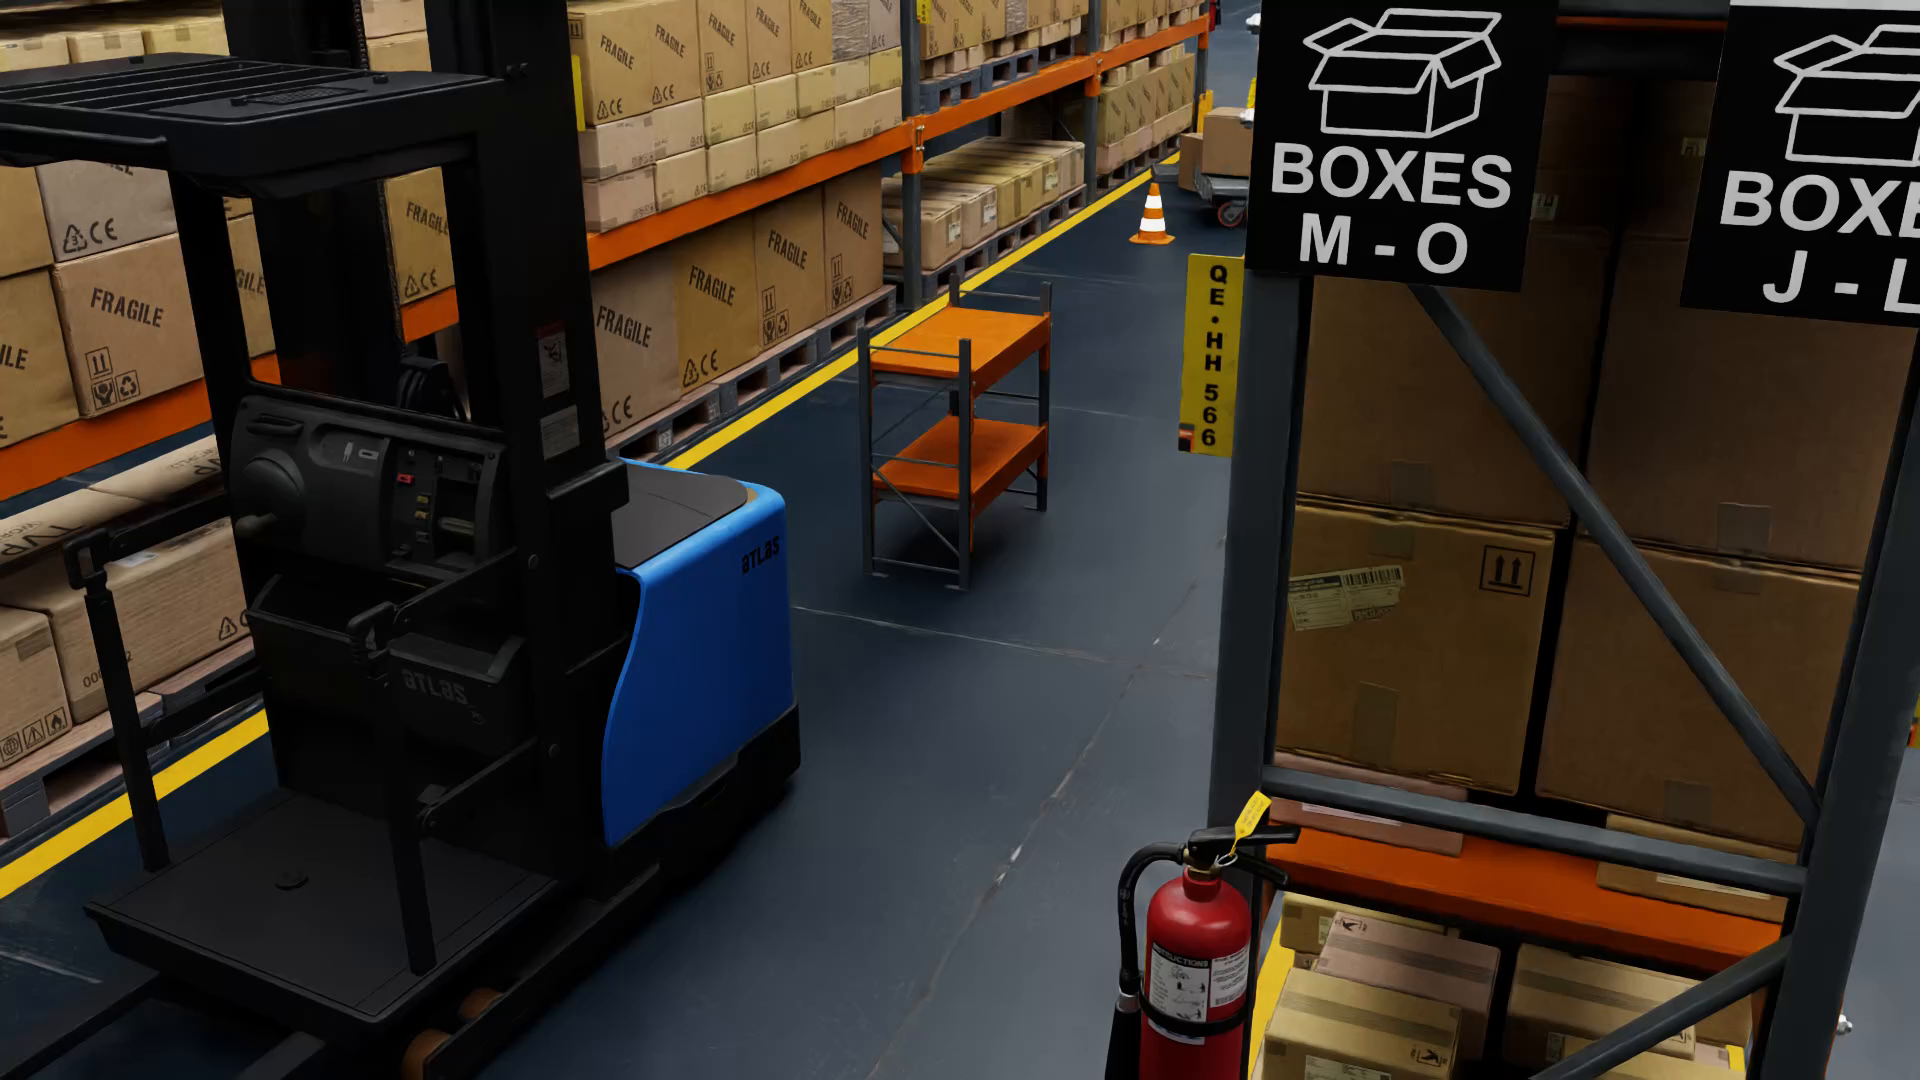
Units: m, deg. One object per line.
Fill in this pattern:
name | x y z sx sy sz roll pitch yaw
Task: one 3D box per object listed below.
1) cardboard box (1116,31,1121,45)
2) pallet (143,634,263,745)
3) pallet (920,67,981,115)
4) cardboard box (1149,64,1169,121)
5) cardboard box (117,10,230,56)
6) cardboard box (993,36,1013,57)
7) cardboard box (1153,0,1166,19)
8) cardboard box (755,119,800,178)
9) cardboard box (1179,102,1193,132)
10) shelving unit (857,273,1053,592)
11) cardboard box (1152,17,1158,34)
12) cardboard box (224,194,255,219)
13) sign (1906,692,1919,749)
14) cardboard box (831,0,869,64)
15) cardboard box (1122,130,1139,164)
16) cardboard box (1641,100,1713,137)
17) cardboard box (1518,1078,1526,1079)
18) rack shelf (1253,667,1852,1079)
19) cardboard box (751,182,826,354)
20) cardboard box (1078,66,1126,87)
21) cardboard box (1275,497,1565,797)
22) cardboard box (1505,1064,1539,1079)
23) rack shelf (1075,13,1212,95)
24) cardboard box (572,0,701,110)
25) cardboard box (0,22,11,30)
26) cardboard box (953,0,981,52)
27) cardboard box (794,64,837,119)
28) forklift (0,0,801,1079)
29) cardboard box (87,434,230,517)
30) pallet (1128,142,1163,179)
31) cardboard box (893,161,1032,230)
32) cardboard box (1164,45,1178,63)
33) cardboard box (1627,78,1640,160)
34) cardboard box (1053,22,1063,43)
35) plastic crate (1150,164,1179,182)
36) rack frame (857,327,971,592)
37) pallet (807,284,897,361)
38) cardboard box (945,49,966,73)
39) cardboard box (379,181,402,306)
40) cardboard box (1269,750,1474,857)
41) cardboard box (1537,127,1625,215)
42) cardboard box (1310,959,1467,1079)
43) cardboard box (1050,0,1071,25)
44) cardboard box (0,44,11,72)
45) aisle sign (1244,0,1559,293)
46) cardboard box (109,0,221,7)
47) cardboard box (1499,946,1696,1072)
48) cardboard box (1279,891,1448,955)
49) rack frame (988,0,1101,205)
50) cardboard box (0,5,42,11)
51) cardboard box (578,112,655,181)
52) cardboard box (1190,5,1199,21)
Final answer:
cardboard box | 1.266 -4.637 15.286 0.380 0.149 0.250 9 24 20
pallet | -3.043 0.359 6.616 1.003 0.211 1.213 9 24 20
pallet | -0.585 -3.239 11.863 1.213 0.211 1.003 9 24 20
cardboard box | 1.781 -4.501 16.683 0.500 0.500 0.500 8 24 19
cardboard box | -2.666 -1.739 5.752 0.380 0.149 0.250 9 24 20
cardboard box | 0.188 -3.797 12.729 0.380 0.149 0.250 10 25 22
cardboard box | 1.690 -5.335 16.114 0.500 0.500 0.500 9 24 21
cardboard box | -1.238 -2.221 9.370 0.500 0.250 0.500 8 24 19
cardboard box | 2.161 -4.509 17.676 0.500 0.250 0.500 9 24 20
shelving unit | -0.003 -0.517 7.527 0.538 1.125 1.048 9 24 20
cardboard box | 1.701 -4.991 16.132 0.380 0.149 0.250 9 24 20
cardboard box | -2.726 -1.383 5.743 0.500 0.500 0.500 9 24 20
sign | 1.415 0.156 2.362 0.100 0.325 0.005 9 24 20
cardboard box | -0.883 -3.158 9.992 0.500 0.500 0.500 9 24 21
cardboard box | 1.393 -3.779 15.929 0.500 0.250 0.500 10 25 23
cardboard box | 1.720 -0.654 3.612 0.500 0.500 0.500 8 24 19
cardboard box | 1.344 1.311 3.487 0.380 0.149 0.250 10 25 22
rack shelf | 1.654 0.094 4.567 1.077 0.370 4.000 9 24 20
cardboard box | -1.420 -1.717 10.181 0.875 0.875 0.875 9 24 21
cardboard box | 1.307 -4.268 15.284 0.380 0.149 0.250 9 24 21
cardboard box | 0.839 0.097 3.111 0.500 0.500 0.500 9 24 21
cardboard box | 1.424 1.352 3.775 0.380 0.149 0.250 9 24 20
rack shelf | 1.478 -4.873 16.458 1.077 0.370 4.000 9 24 20
cardboard box | -1.643 -2.436 8.263 0.500 0.500 0.500 9 24 20
cardboard box | -3.352 -1.623 5.476 0.380 0.149 0.250 9 24 21
cardboard box | -0.182 -3.750 11.776 0.500 0.500 0.500 10 25 23
cardboard box | -1.053 -2.639 9.723 0.500 0.250 0.500 8 24 19
forklift | -1.675 -0.111 4.213 1.130 2.935 3.031 11 25 25
cardboard box | -2.901 -0.108 6.896 0.875 0.438 0.875 8 24 18
pallet | 1.403 -3.886 16.779 1.003 0.211 1.213 9 24 20
cardboard box | 0.022 -2.775 13.367 0.950 0.372 0.625 10 25 22
cardboard box | 1.995 -4.936 16.884 0.380 0.149 0.250 9 24 21
cardboard box | 1.825 -1.284 5.120 0.500 0.500 0.500 8 24 18
cardboard box | 0.623 -4.154 13.584 0.380 0.149 0.250 8 24 19
plastic crate | 2.080 -3.586 16.232 0.402 0.080 0.583 1 23 2
rack frame | -0.191 -0.335 7.092 0.500 1.125 0.032 9 24 20
pallet | -1.114 -1.500 11.066 1.003 0.211 1.213 9 24 20
cardboard box | -0.177 -3.413 11.810 0.380 0.149 0.250 7 24 17
cardboard box | -2.531 -1.103 6.369 0.500 0.500 0.500 8 24 19
cardboard box | 0.770 0.436 3.139 0.380 0.149 0.250 9 24 20
cardboard box | 1.038 -0.548 3.357 0.500 0.500 0.500 8 24 18
cardboard box | 0.989 1.147 3.881 0.380 0.149 0.250 8 24 19
cardboard box | 0.593 -4.491 13.548 0.500 0.500 0.500 9 24 20
cardboard box | -3.018 -1.366 4.861 0.380 0.149 0.250 8 24 18
aisle sign | 0.605 -0.739 2.254 0.394 0.787 0.004 9 24 20
cardboard box | -3.006 -1.995 6.365 0.380 0.149 0.250 8 24 19
cardboard box | 1.412 1.070 3.678 0.380 0.149 0.250 9 24 21
cardboard box | 0.997 0.907 4.070 0.380 0.149 0.250 8 24 19
rack frame | 0.735 -4.489 14.605 1.000 3.000 0.127 9 24 20
cardboard box | -5.975 -3.183 10.803 0.700 0.500 0.500 9 24 20
cardboard box | -1.811 -1.905 7.965 0.500 0.250 0.500 8 24 19
cardboard box | 2.289 -5.534 17.432 0.380 0.149 0.250 8 24 19
